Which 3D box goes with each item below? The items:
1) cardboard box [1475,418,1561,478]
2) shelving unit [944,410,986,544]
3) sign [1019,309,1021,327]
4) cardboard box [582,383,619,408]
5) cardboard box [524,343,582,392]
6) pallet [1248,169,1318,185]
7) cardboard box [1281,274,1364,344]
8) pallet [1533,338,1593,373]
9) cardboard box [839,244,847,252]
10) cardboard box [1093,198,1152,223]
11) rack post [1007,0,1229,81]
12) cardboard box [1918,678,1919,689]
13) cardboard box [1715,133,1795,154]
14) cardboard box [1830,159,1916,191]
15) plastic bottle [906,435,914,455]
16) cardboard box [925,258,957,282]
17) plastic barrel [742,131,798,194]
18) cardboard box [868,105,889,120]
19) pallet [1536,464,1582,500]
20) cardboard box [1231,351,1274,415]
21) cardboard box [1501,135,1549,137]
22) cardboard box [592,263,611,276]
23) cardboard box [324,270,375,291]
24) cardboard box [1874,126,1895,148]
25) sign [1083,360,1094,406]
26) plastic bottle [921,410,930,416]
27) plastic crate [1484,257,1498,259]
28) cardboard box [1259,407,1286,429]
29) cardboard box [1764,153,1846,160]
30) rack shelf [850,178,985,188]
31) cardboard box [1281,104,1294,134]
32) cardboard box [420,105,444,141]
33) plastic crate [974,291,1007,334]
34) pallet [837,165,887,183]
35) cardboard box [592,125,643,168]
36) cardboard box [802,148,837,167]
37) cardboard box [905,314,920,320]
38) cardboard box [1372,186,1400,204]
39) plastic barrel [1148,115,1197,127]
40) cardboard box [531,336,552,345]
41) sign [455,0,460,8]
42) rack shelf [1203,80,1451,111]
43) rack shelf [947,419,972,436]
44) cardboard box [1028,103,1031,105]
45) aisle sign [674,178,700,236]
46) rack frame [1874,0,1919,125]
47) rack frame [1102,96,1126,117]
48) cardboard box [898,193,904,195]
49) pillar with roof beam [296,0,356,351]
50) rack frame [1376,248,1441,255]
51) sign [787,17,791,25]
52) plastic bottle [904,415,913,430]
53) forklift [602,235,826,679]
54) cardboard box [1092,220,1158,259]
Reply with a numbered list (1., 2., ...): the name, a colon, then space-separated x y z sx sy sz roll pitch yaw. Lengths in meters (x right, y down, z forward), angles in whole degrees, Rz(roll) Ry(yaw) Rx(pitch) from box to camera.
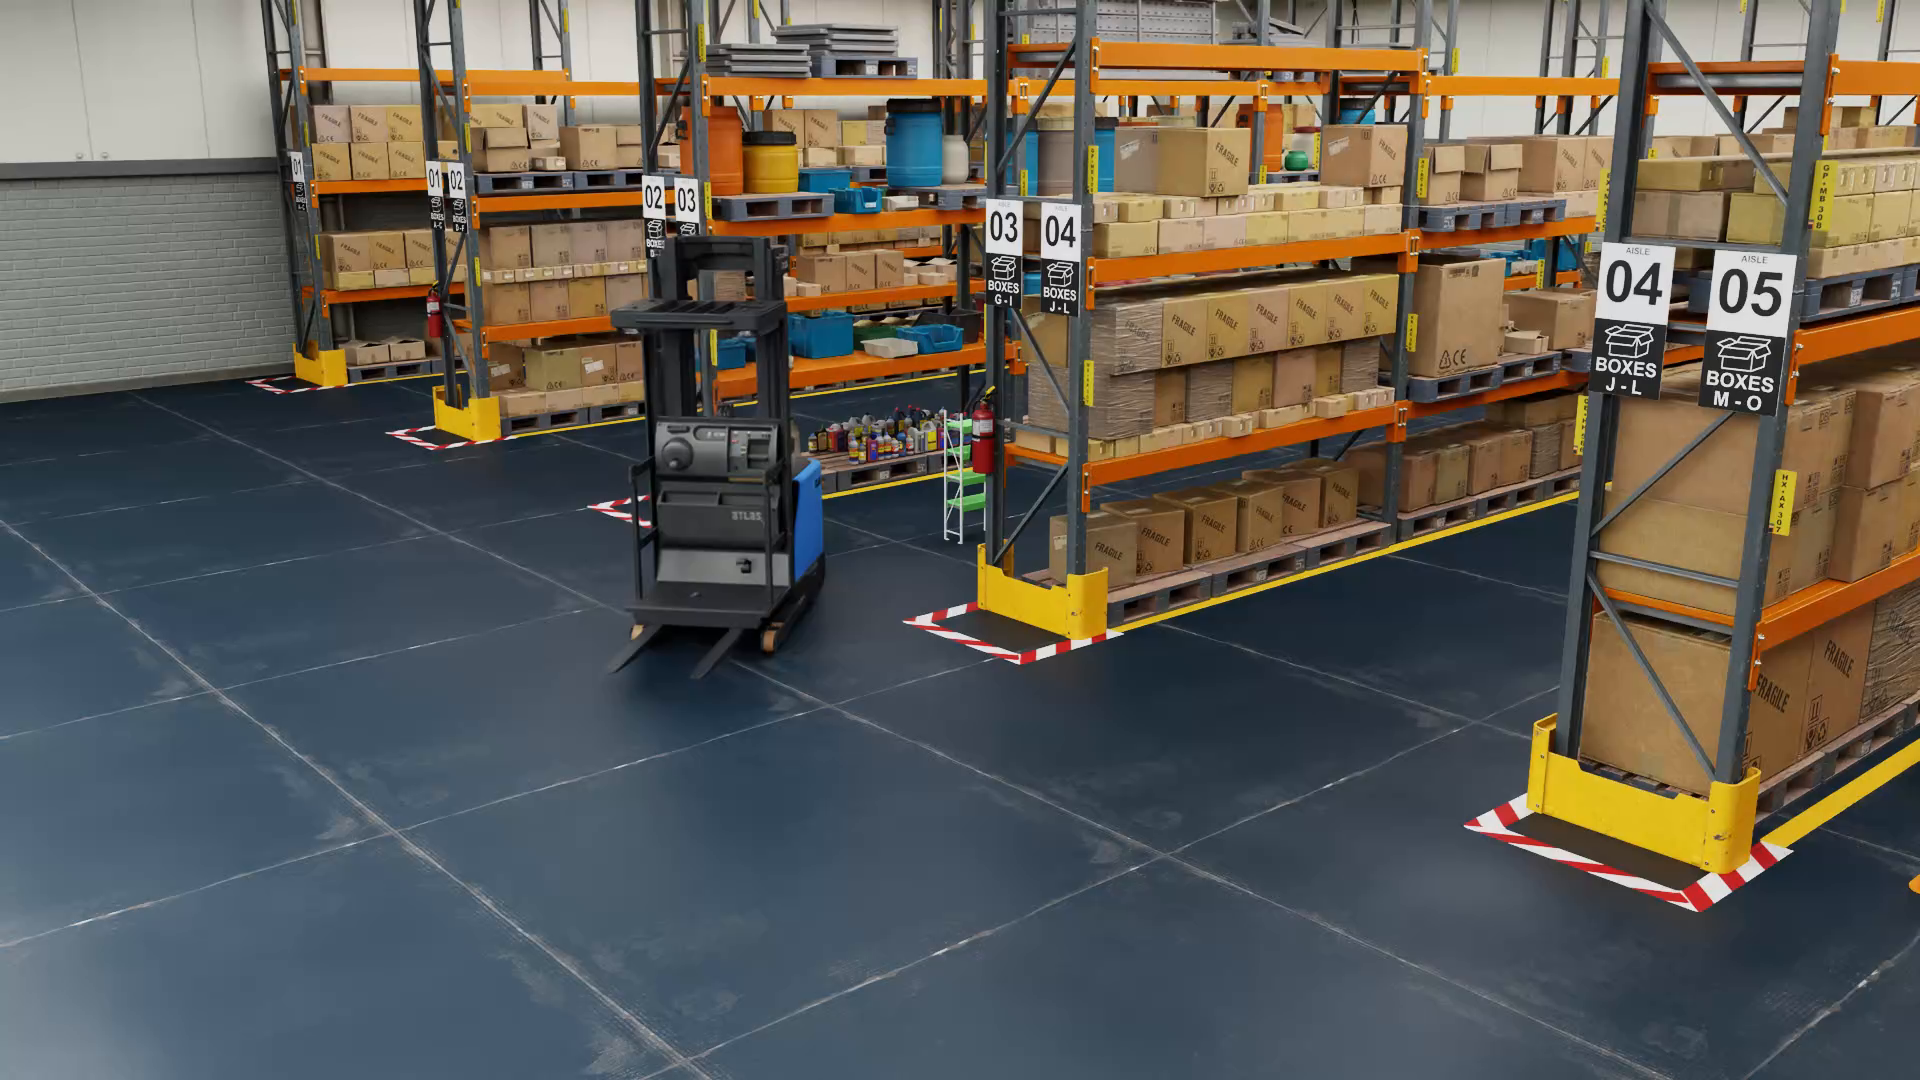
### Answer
1. cardboard box: 5.702 -0.969 17.055 0.700 0.500 0.500 14 20 42
2. shelving unit: 0.125 -0.608 15.200 0.503 1.200 0.258 -13 19 -39
3. sign: 0.689 -2.489 18.219 0.005 0.325 0.100 -13 19 -39
4. cardboard box: -4.628 -1.844 20.854 0.500 0.250 0.500 -13 19 -39
5. cardboard box: -5.004 -2.121 20.439 0.500 0.500 0.500 -13 19 -39
6. pallet: 3.995 -4.610 21.251 1.213 0.211 1.003 -13 19 -39
7. cardboard box: 3.052 -1.960 14.069 0.500 0.500 0.500 -13 19 -39
8. pallet: 6.137 -1.944 17.085 1.003 0.211 1.213 -13 19 -39
9. cardboard box: -2.189 -5.106 29.000 0.250 0.149 0.380 -13 20 -40
10. cardboard box: 1.188 -2.418 12.197 0.250 0.149 0.380 -12 19 -38
11. rack post: 1.765 -5.810 19.175 3.121 1.000 1.013 -13 19 -39
12. cardboard box: 6.247 0.399 11.246 0.875 0.875 0.875 -12 19 -39
13. cardboard box: 9.191 -4.455 19.298 0.500 0.500 0.700 -12 19 -38
14. cardboard box: 4.784 -1.927 8.773 0.250 0.149 0.380 -12 19 -39
15. plastic bottle: -0.545 -1.020 17.827 0.097 0.201 0.097 0 15 0
16. cardboard box: -0.198 -4.011 24.625 0.500 0.311 0.500 -11 19 -36
17. plastic barrel: -1.905 -3.748 16.476 0.600 0.588 0.600 0 15 0
18. cardboard box: -1.289 -7.601 29.580 0.500 0.250 0.500 -13 20 -41
19. pallet: 6.014 -0.698 17.455 1.213 0.211 1.003 -13 19 -39
20. cardboard box: 2.091 -1.369 13.793 0.500 0.500 0.875 -13 19 -39
21. cardboard box: 5.696 -3.802 16.696 0.500 0.500 0.500 -12 19 -39
22. cardboard box: -4.523 -3.356 20.552 0.250 0.149 0.380 -13 20 -40
23. cardboard box: -8.608 -3.673 23.442 0.500 0.250 0.500 -13 20 -41
24. cardboard box: 11.421 -5.014 21.195 0.500 0.500 0.700 -14 21 -43
25. sign: 0.926 -1.135 12.009 0.005 0.325 0.100 -13 19 -39
26. plastic bottle: -0.418 -1.332 18.850 0.135 0.276 0.152 -12 19 -37
27. plastic crate: 7.644 -4.014 24.578 0.530 0.282 0.437 -13 19 -39
28. cardboard box: 2.477 -1.034 13.794 0.250 0.149 0.380 -13 19 -39
29. cardboard box: 4.931 -2.185 9.741 0.250 0.149 0.380 -12 19 -39
30. rack shelf: -1.404 -4.870 23.250 4.000 0.370 1.077 -13 19 -39
31. cardboard box: 5.330 -7.284 28.764 0.500 0.500 0.700 -13 19 -39
32. cardboard box: -7.856 -6.087 24.243 0.500 0.500 0.500 -13 20 -39
33. plastic crate: 0.500 -2.637 19.185 0.583 0.464 0.402 -13 19 -39
34. pallet: -1.190 -5.142 23.243 1.213 0.211 1.003 -12 19 -37
35. cardboard box: -4.238 -4.944 20.850 0.637 0.503 0.797 -10 18 -33
36. cardboard box: -2.029 -5.205 22.588 0.500 0.250 0.500 14 20 42
37. cardboard box: -0.483 -3.221 24.923 0.500 0.311 0.500 -12 19 -38
38. cardboard box: 3.532 -2.958 14.217 0.250 0.149 0.380 -12 19 -38
39. plastic barrel: 2.591 -4.736 20.385 0.600 0.901 0.600 0 15 0
40. cardboard box: -6.551 -3.140 25.831 0.380 0.166 0.250 13 20 40
41. sign: -5.571 -6.069 18.415 0.005 0.325 0.100 -13 19 -39
42. rack shelf: 4.862 -5.838 21.839 4.000 0.370 1.077 -13 19 -39
43. rack shelf: 0.125 -1.010 15.093 0.480 0.148 0.258 -13 19 -39
44. cardboard box: 0.973 -7.893 31.004 0.500 0.500 0.500 -13 20 -40
45. aisle sign: -2.544 -2.973 15.532 0.004 0.787 0.394 -13 19 -39
46. rack frame: 12.640 -6.431 21.889 0.127 3.000 1.000 -13 19 -39
47. rack frame: 2.885 -9.324 32.720 0.127 3.000 1.000 -13 19 -39
48. cardboard box: -1.041 -6.195 30.368 0.500 0.250 0.500 -12 19 -39
49. pillar with roof beam: -6.399 -6.063 20.509 0.400 9.000 9.100 -13 19 -39
50. rack frame: 6.371 -3.819 23.737 0.127 3.000 1.000 -13 19 -39
51. sign: -2.786 -8.355 27.126 0.005 0.325 0.100 -13 19 -39
52. plastic bottle: -0.576 -1.255 18.569 0.097 0.271 0.097 0 15 0
53. forklift: -1.835 -0.688 12.148 1.130 2.935 3.031 2 15 8
54. cardboard box: 1.103 -2.230 12.266 0.500 0.250 0.500 -12 19 -38
